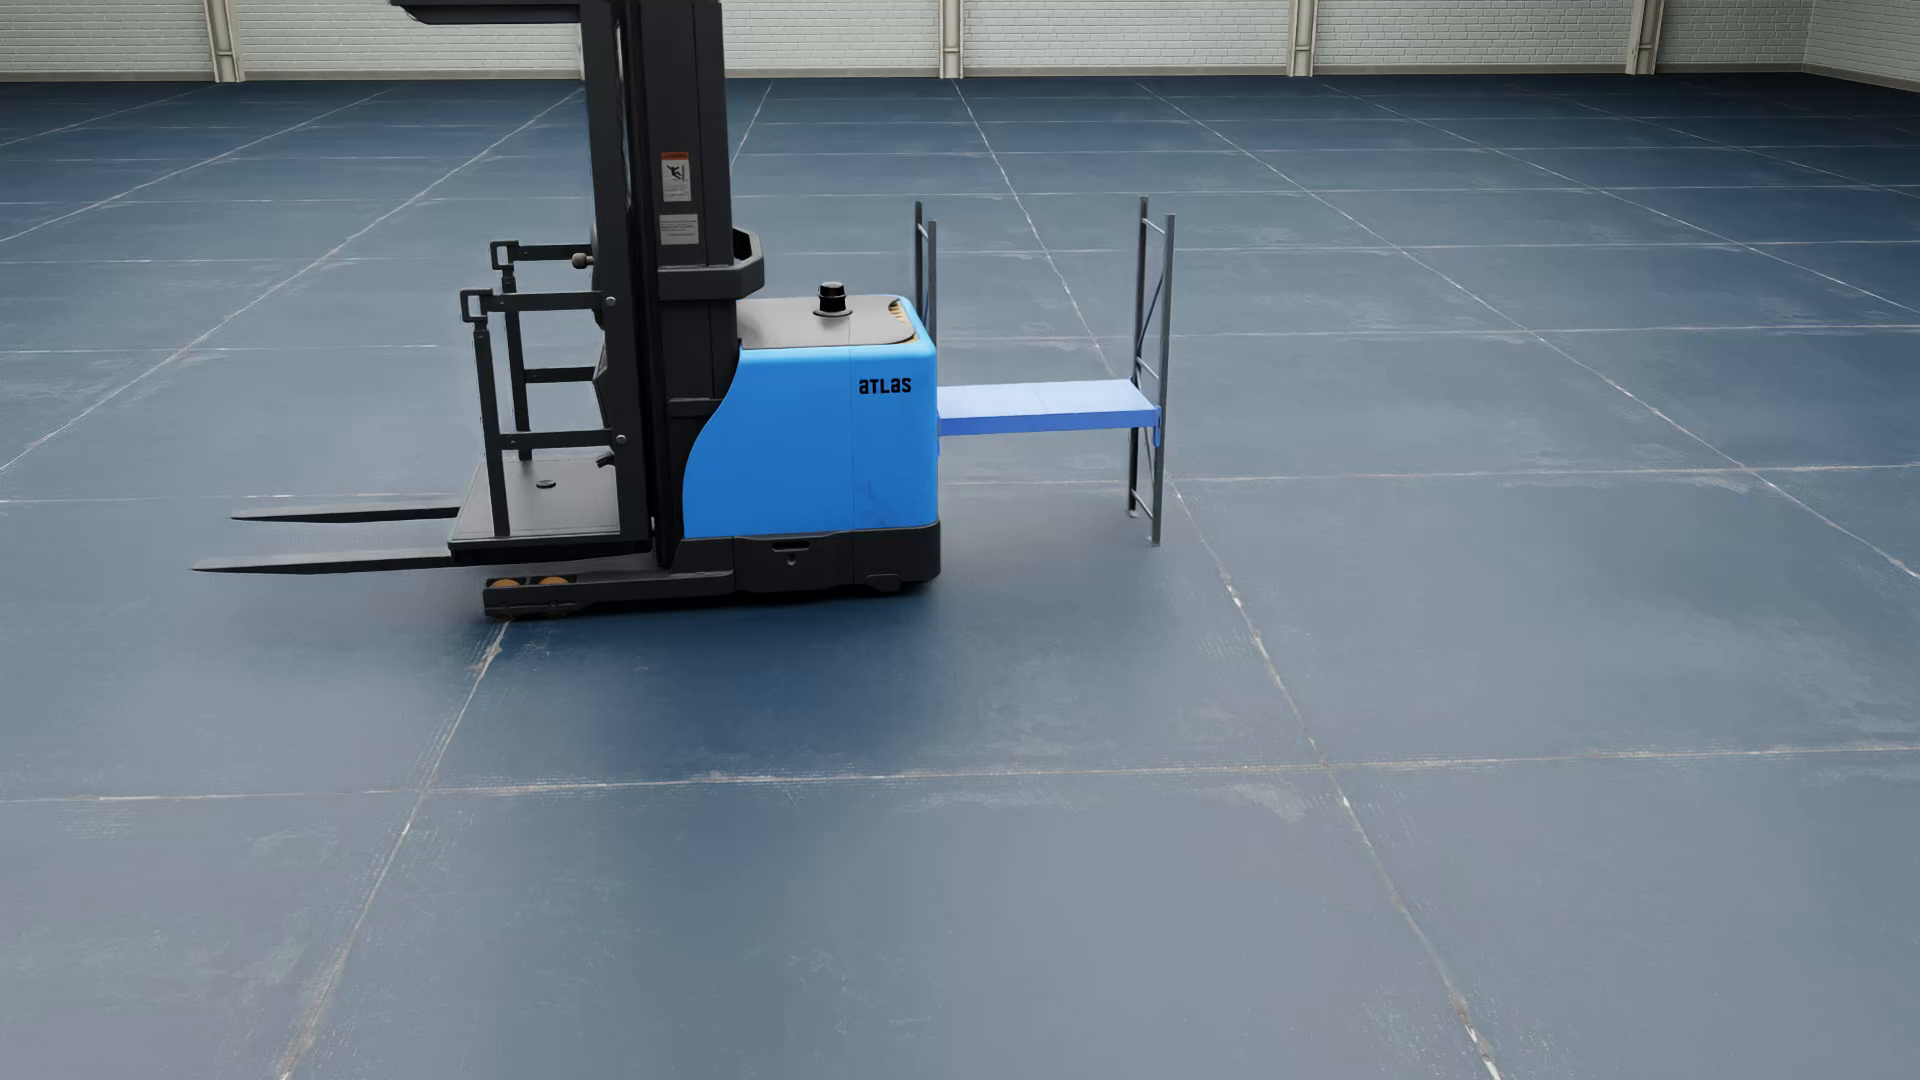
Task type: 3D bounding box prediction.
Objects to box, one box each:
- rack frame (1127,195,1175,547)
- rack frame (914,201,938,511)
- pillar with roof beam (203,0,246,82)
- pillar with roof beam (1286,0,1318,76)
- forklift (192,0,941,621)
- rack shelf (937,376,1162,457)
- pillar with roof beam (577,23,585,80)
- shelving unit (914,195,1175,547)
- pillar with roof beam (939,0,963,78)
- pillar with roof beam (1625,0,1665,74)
[{"bbox_3d":[0.855,-0.758,7.505,0.032,1.500,0.500,-3,21,-8],"label":"rack frame"},{"bbox_3d":[-0.150,-0.705,7.366,0.032,1.500,0.500,-3,21,-8],"label":"rack frame"},{"bbox_3d":[-11.886,-10.310,22.054,0.400,9.000,9.100,-1,21,-3],"label":"pillar with roof beam"},{"bbox_3d":[6.084,-10.676,23.014,0.400,9.000,9.100,-1,21,-3],"label":"pillar with roof beam"},{"bbox_3d":[-1.643,-1.241,6.761,3.031,2.935,1.130,-3,21,-8],"label":"forklift"},{"bbox_3d":[0.353,-0.564,7.500,1.000,0.185,0.538,-3,21,-8],"label":"rack shelf"},{"bbox_3d":[-5.896,-10.432,22.374,0.400,9.000,9.100,-1,21,-3],"label":"pillar with roof beam"},{"bbox_3d":[0.353,-0.732,7.436,1.048,1.500,0.538,-3,21,-8],"label":"shelving unit"},{"bbox_3d":[0.094,-10.554,22.694,0.400,9.000,9.100,-1,21,-3],"label":"pillar with roof beam"},{"bbox_3d":[12.075,-10.797,23.334,0.400,9.000,9.100,-1,21,-3],"label":"pillar with roof beam"}]
